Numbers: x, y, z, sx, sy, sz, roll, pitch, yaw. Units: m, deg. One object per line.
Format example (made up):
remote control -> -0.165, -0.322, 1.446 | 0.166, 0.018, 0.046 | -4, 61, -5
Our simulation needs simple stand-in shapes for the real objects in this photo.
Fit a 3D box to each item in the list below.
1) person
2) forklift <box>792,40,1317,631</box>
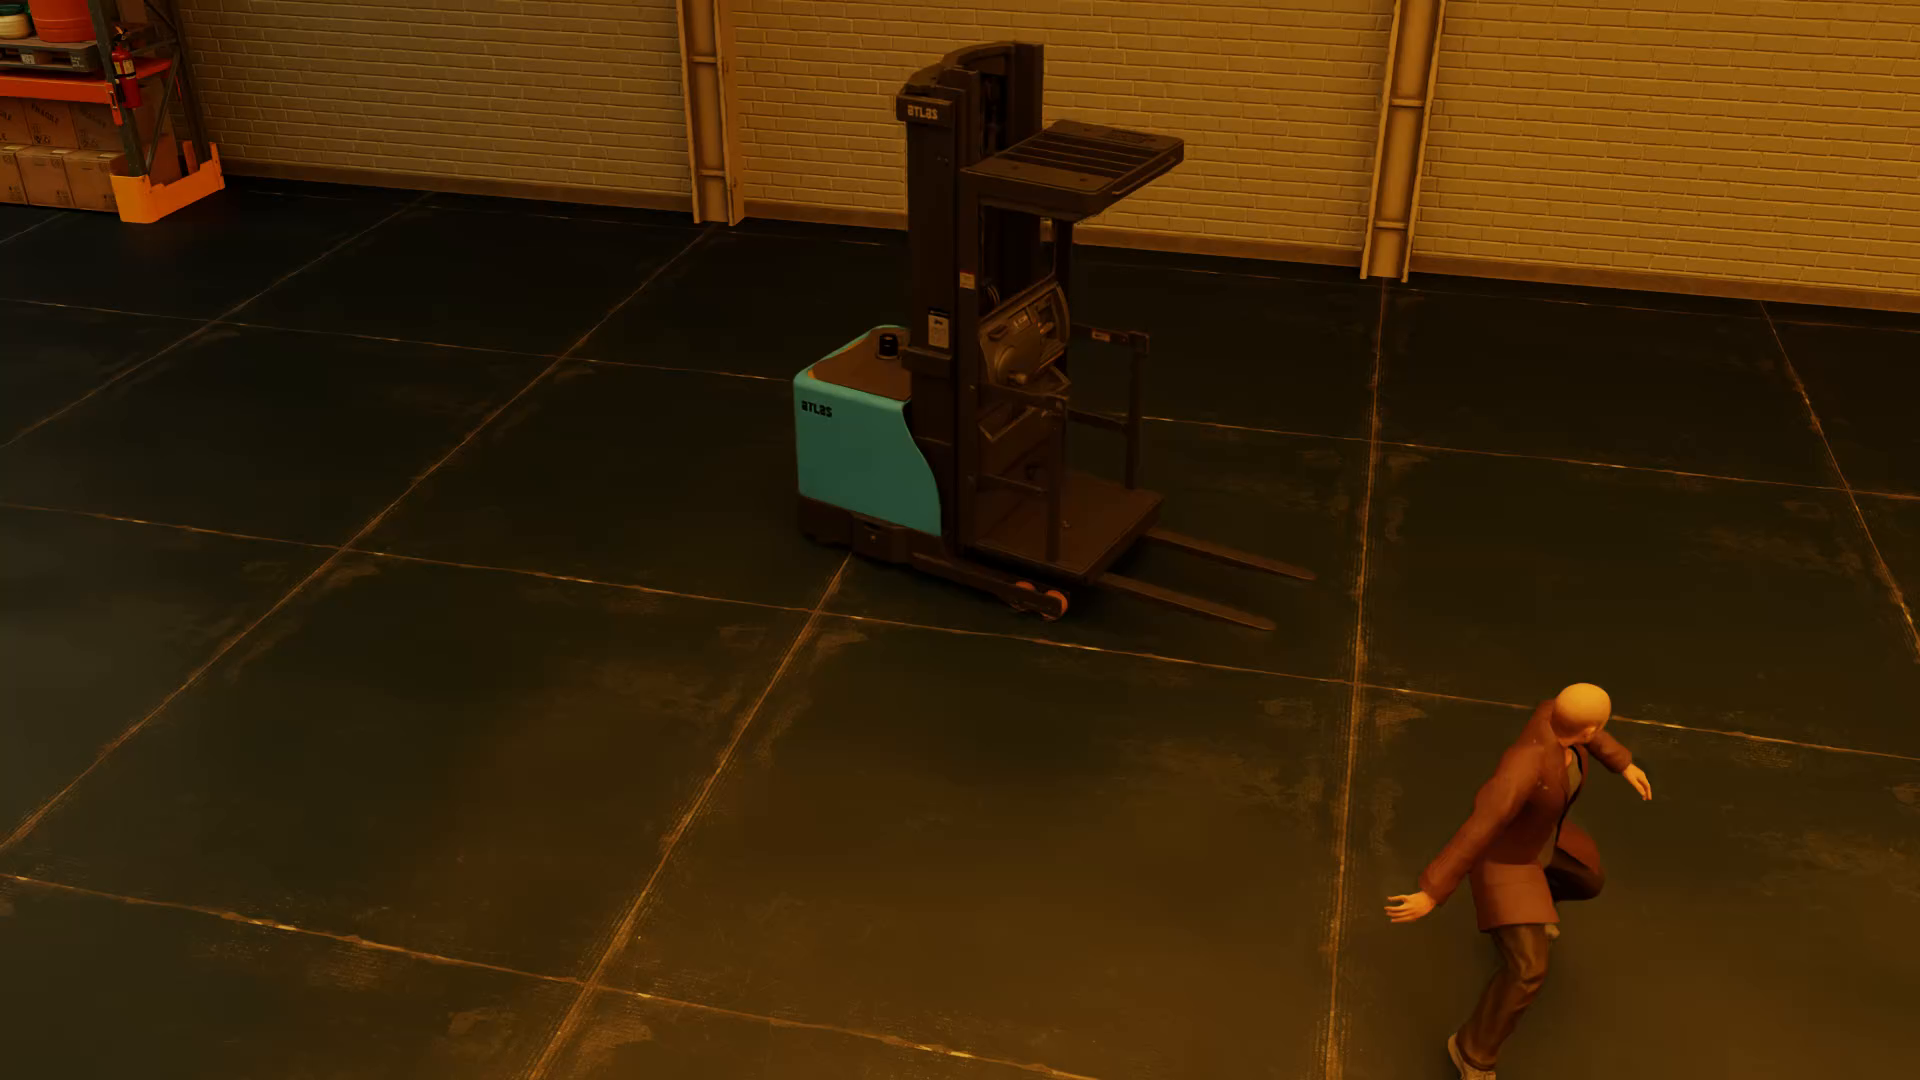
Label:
person -> 2.141, 1.250, 6.387 | 0.611, 1.692, 1.220 | 26, 38, 37
forklift -> 0.536, -1.125, 9.156 | 3.031, 2.935, 1.130 | 16, 33, 27
